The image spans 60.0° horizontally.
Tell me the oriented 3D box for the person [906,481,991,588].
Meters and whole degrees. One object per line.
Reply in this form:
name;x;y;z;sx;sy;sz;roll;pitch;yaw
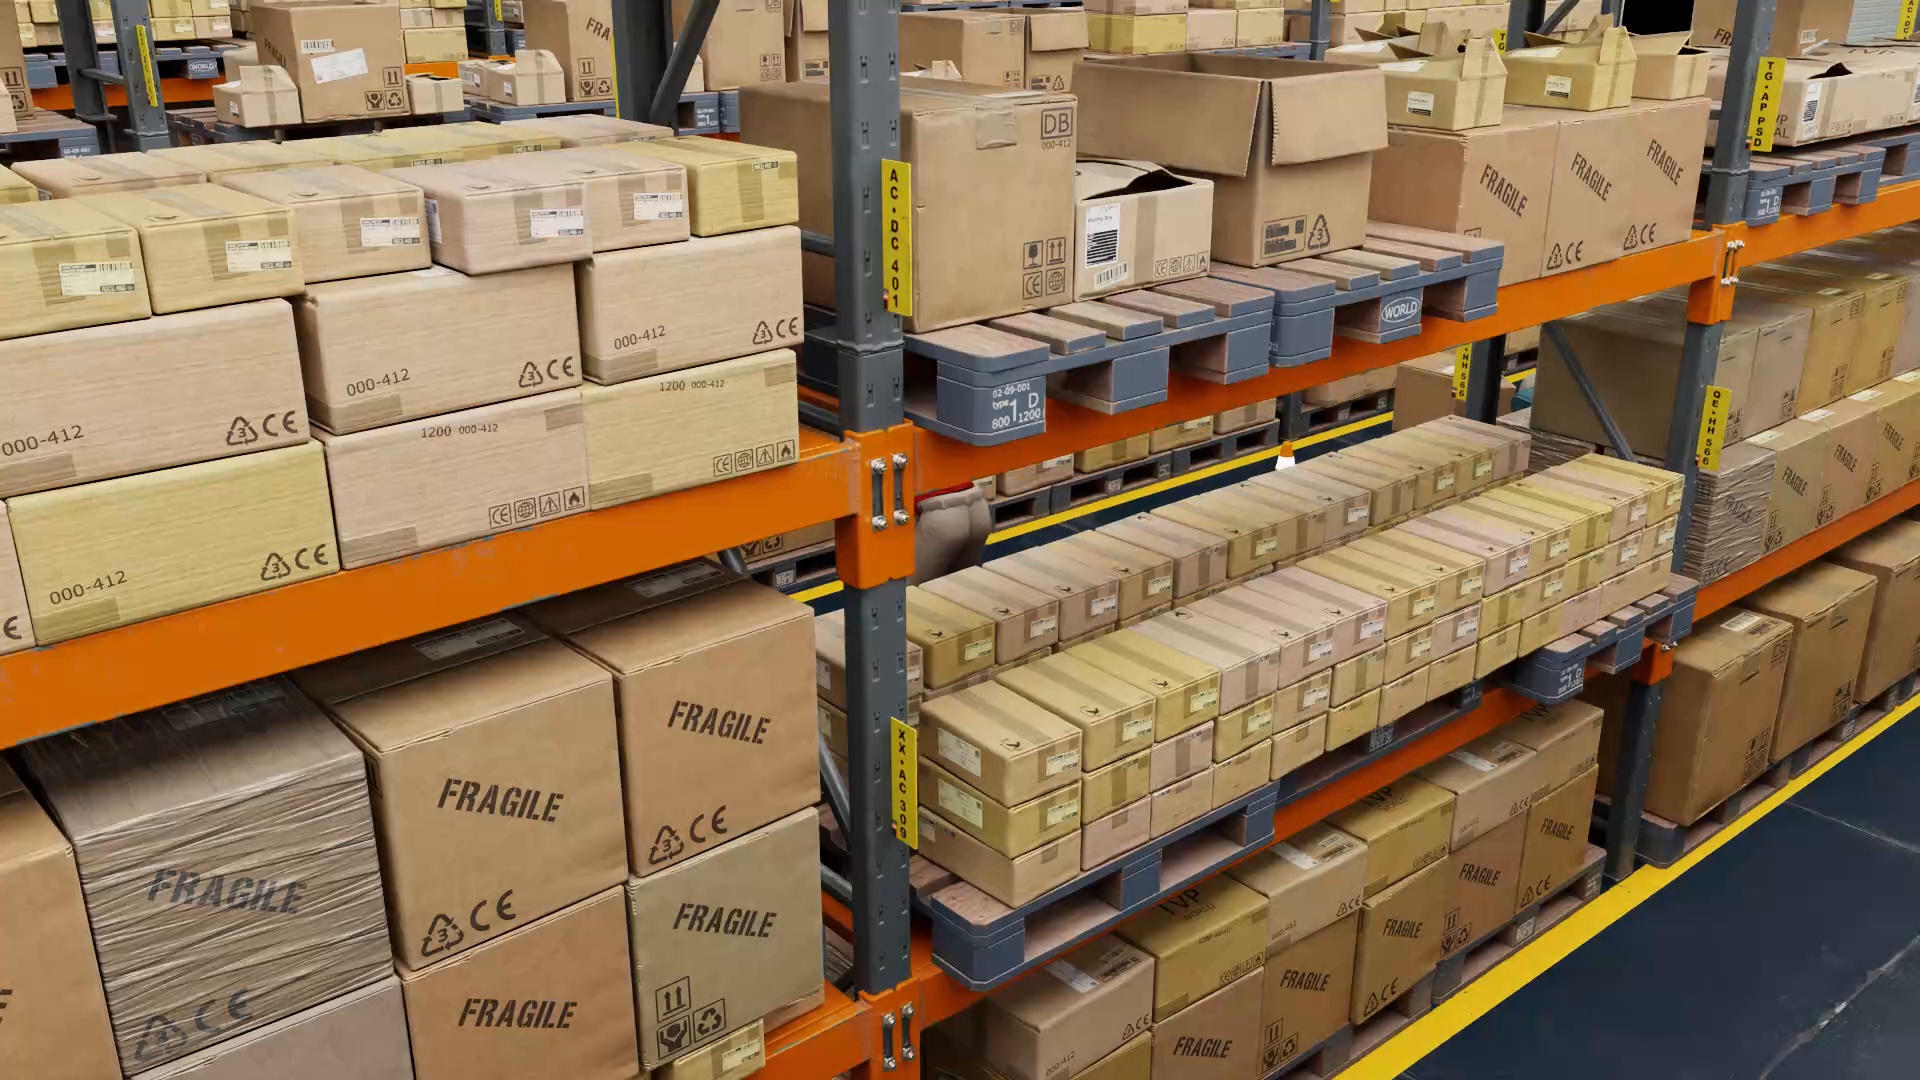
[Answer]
person;-0.221;-0.007;9.132;0.477;1.374;0.875;-18;27;-39
